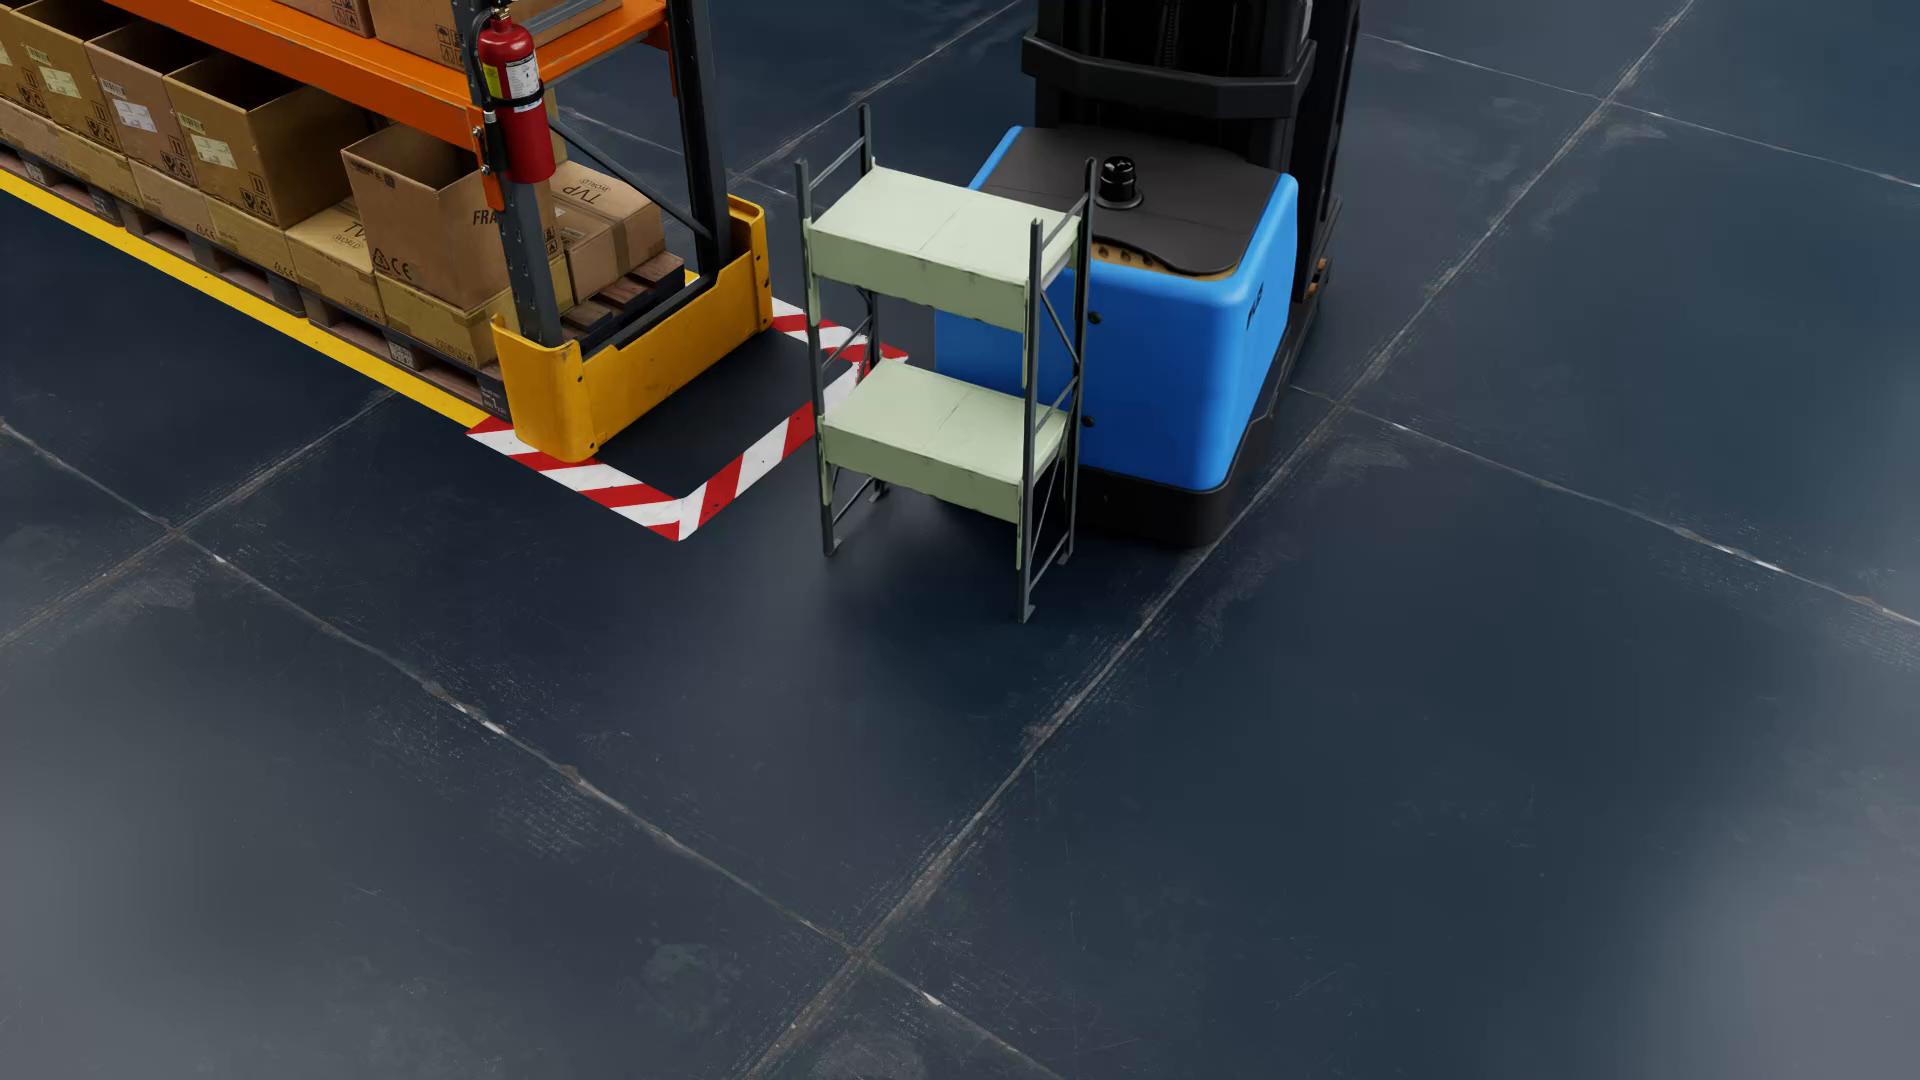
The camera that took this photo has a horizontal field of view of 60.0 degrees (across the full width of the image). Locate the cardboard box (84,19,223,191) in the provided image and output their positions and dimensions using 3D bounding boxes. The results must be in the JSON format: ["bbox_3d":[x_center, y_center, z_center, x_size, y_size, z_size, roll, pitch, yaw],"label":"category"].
[{"bbox_3d":[-3.072,-1.795,6.691,0.500,0.500,0.500,25,48,25],"label":"cardboard box"}]

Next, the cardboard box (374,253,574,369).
[{"bbox_3d":[-1.835,-0.950,6.309,0.500,0.250,0.500,25,48,25],"label":"cardboard box"}]

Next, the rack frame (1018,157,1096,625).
[{"bbox_3d":[0.288,-0.404,5.077,0.023,1.500,0.400,18,45,19],"label":"rack frame"}]

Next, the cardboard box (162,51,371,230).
[{"bbox_3d":[-2.663,-1.603,6.476,0.500,0.500,0.500,25,48,25],"label":"cardboard box"}]

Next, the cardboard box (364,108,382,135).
[{"bbox_3d":[-2.365,-1.887,6.794,0.500,0.500,0.500,25,48,25],"label":"cardboard box"}]

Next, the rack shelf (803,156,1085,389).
[{"bbox_3d":[-0.040,-0.804,4.938,0.720,0.370,0.431,18,45,19],"label":"rack shelf"}]

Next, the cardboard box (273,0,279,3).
[{"bbox_3d":[-2.437,-2.388,6.095,0.500,0.500,0.700,25,48,26],"label":"cardboard box"}]

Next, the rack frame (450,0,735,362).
[{"bbox_3d":[-1.226,-1.774,5.483,0.127,3.000,1.000,25,48,25],"label":"rack frame"}]

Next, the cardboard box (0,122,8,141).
[{"bbox_3d":[-4.295,-2.094,7.588,0.500,0.250,0.500,25,48,25],"label":"cardboard box"}]

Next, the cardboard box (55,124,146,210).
[{"bbox_3d":[-3.483,-1.705,7.154,0.500,0.250,0.500,25,48,25],"label":"cardboard box"}]

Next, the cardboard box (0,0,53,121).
[{"bbox_3d":[-3.887,-2.181,7.123,0.500,0.500,0.500,25,48,25],"label":"cardboard box"}]

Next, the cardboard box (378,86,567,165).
[{"bbox_3d":[-1.948,-1.702,6.588,0.500,0.500,0.500,25,48,25],"label":"cardboard box"}]

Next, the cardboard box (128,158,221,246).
[{"bbox_3d":[-3.070,-1.517,6.943,0.500,0.250,0.500,25,48,25],"label":"cardboard box"}]

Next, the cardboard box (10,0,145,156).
[{"bbox_3d":[-3.482,-1.985,6.904,0.500,0.500,0.500,25,48,25],"label":"cardboard box"}]

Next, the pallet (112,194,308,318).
[{"bbox_3d":[-2.871,-1.472,7.237,1.213,0.211,1.003,25,48,25],"label":"pallet"}]

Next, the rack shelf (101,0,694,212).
[{"bbox_3d":[-2.863,-2.271,6.578,4.000,0.370,1.077,25,48,25],"label":"rack shelf"}]

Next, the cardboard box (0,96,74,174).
[{"bbox_3d":[-3.889,-1.900,7.371,0.500,0.250,0.500,25,48,25],"label":"cardboard box"}]

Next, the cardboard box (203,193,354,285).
[{"bbox_3d":[-2.661,-1.325,6.728,0.500,0.250,0.500,25,48,25],"label":"cardboard box"}]

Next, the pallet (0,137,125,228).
[{"bbox_3d":[-3.874,-1.939,7.758,1.213,0.211,1.003,25,48,25],"label":"pallet"}]

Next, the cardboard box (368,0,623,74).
[{"bbox_3d":[-1.601,-1.997,5.657,0.500,0.500,0.700,25,48,25],"label":"cardboard box"}]

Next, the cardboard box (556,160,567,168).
[{"bbox_3d":[-1.949,-1.422,6.836,0.500,0.250,0.500,25,48,25],"label":"cardboard box"}]

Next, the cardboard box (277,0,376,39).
[{"bbox_3d":[-2.034,-2.195,5.879,0.500,0.500,0.700,26,48,26],"label":"cardboard box"}]

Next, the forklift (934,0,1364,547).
[{"bbox_3d":[0.892,-2.061,5.855,1.130,2.935,3.031,14,44,15],"label":"forklift"}]

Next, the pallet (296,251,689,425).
[{"bbox_3d":[-1.876,-1.005,6.714,1.213,0.211,1.003,25,48,25],"label":"pallet"}]

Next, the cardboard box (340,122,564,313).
[{"bbox_3d":[-1.836,-1.228,6.057,0.500,0.500,0.500,25,48,25],"label":"cardboard box"}]

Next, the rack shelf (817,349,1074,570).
[{"bbox_3d":[-0.040,-0.270,5.416,0.720,0.370,0.431,18,45,19],"label":"rack shelf"}]

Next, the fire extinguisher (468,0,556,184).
[{"bbox_3d":[-1.396,-1.446,5.175,0.183,0.674,0.296,25,48,25],"label":"fire extinguisher"}]

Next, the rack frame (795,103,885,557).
[{"bbox_3d":[-0.367,-0.622,5.320,0.023,1.500,0.400,18,45,19],"label":"rack frame"}]

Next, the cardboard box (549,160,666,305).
[{"bbox_3d":[-1.537,-1.232,6.625,0.500,0.250,0.500,25,48,25],"label":"cardboard box"}]

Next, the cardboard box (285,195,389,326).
[{"bbox_3d":[-2.251,-1.134,6.515,0.500,0.250,0.500,25,48,25],"label":"cardboard box"}]

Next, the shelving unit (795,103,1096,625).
[{"bbox_3d":[-0.040,-0.513,5.198,0.755,1.500,0.431,18,45,19],"label":"shelving unit"}]

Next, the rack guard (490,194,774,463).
[{"bbox_3d":[-1.206,-0.833,6.306,0.348,0.500,1.175,25,48,25],"label":"rack guard"}]
